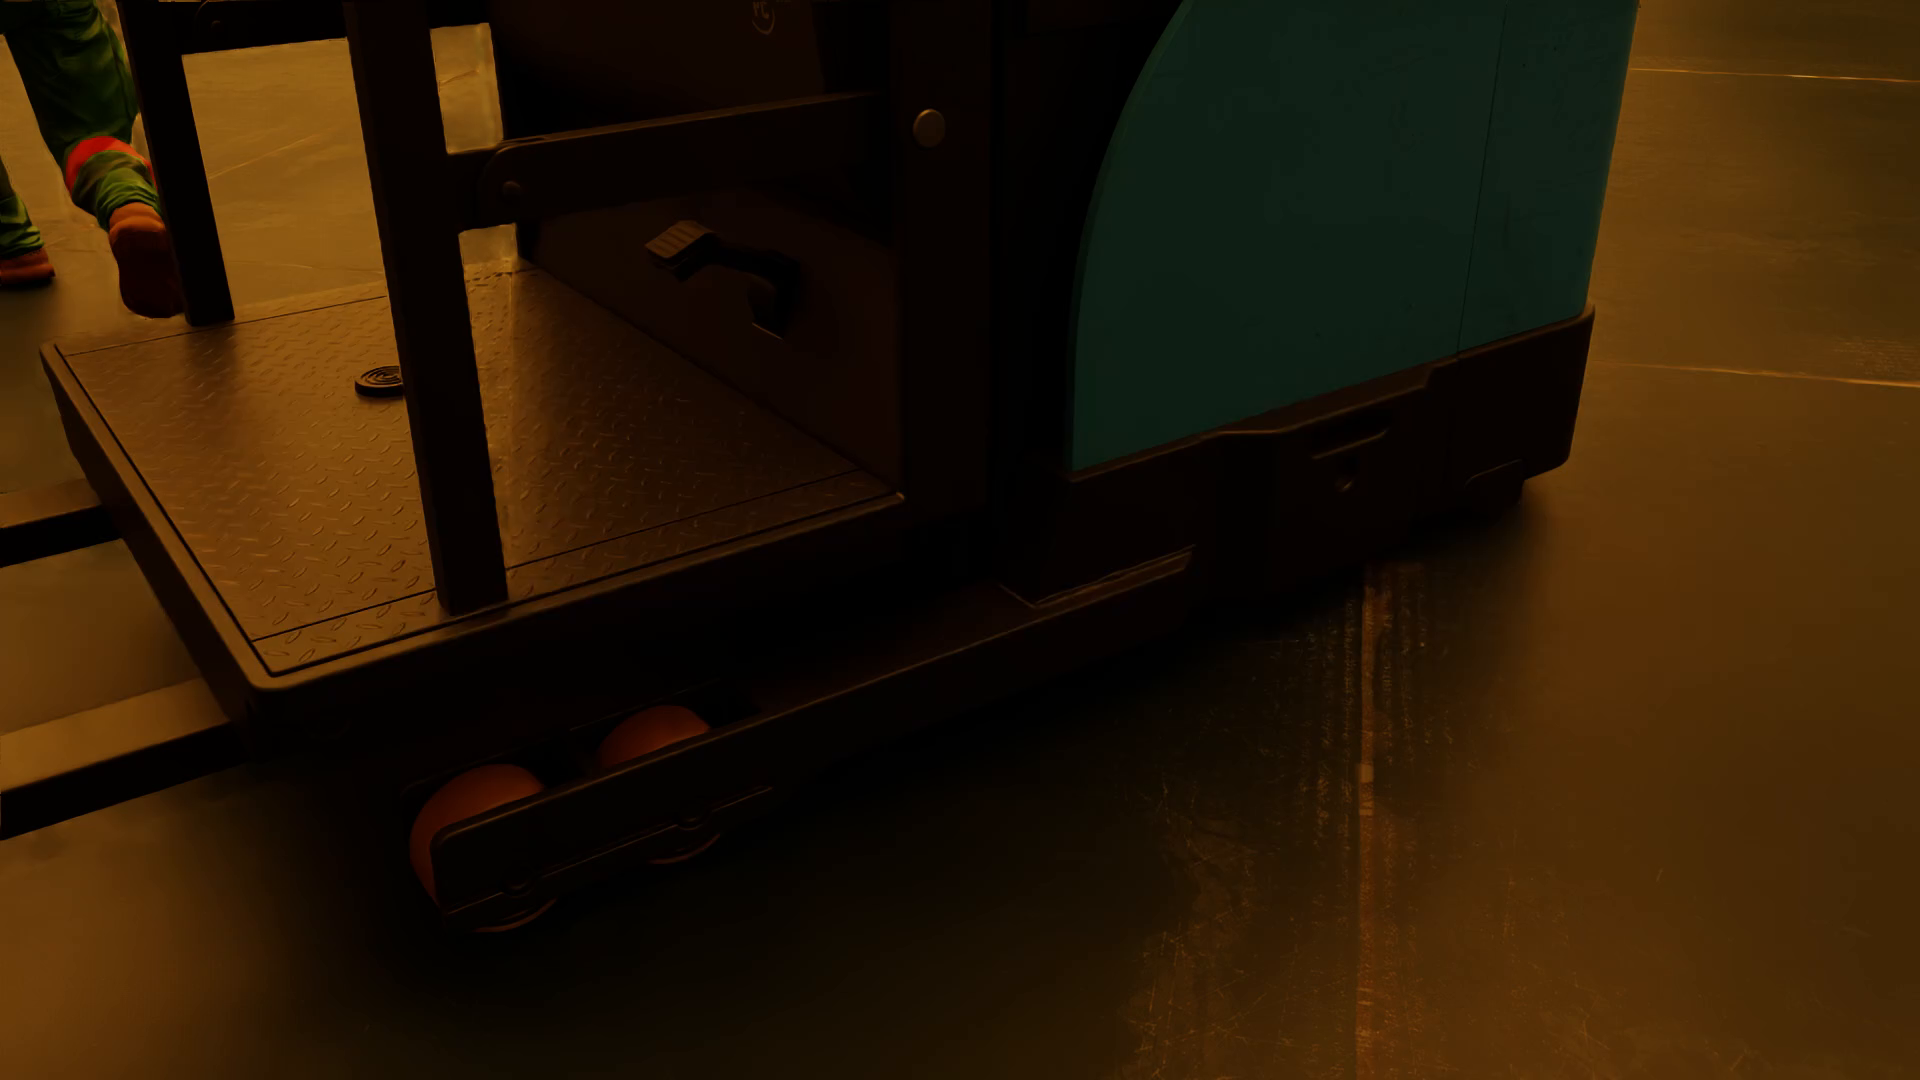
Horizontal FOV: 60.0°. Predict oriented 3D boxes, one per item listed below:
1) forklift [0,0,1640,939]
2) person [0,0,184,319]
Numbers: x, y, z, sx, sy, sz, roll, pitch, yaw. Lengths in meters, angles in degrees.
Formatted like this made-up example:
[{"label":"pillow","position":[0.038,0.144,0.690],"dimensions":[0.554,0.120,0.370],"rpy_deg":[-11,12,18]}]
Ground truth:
[{"label":"forklift","position":[-0.535,-1.178,1.582],"dimensions":[3.031,2.935,1.130],"rpy_deg":[-18,32,-31]},{"label":"person","position":[-1.904,-1.117,3.088],"dimensions":[0.952,1.542,0.685],"rpy_deg":[12,29,23]}]
